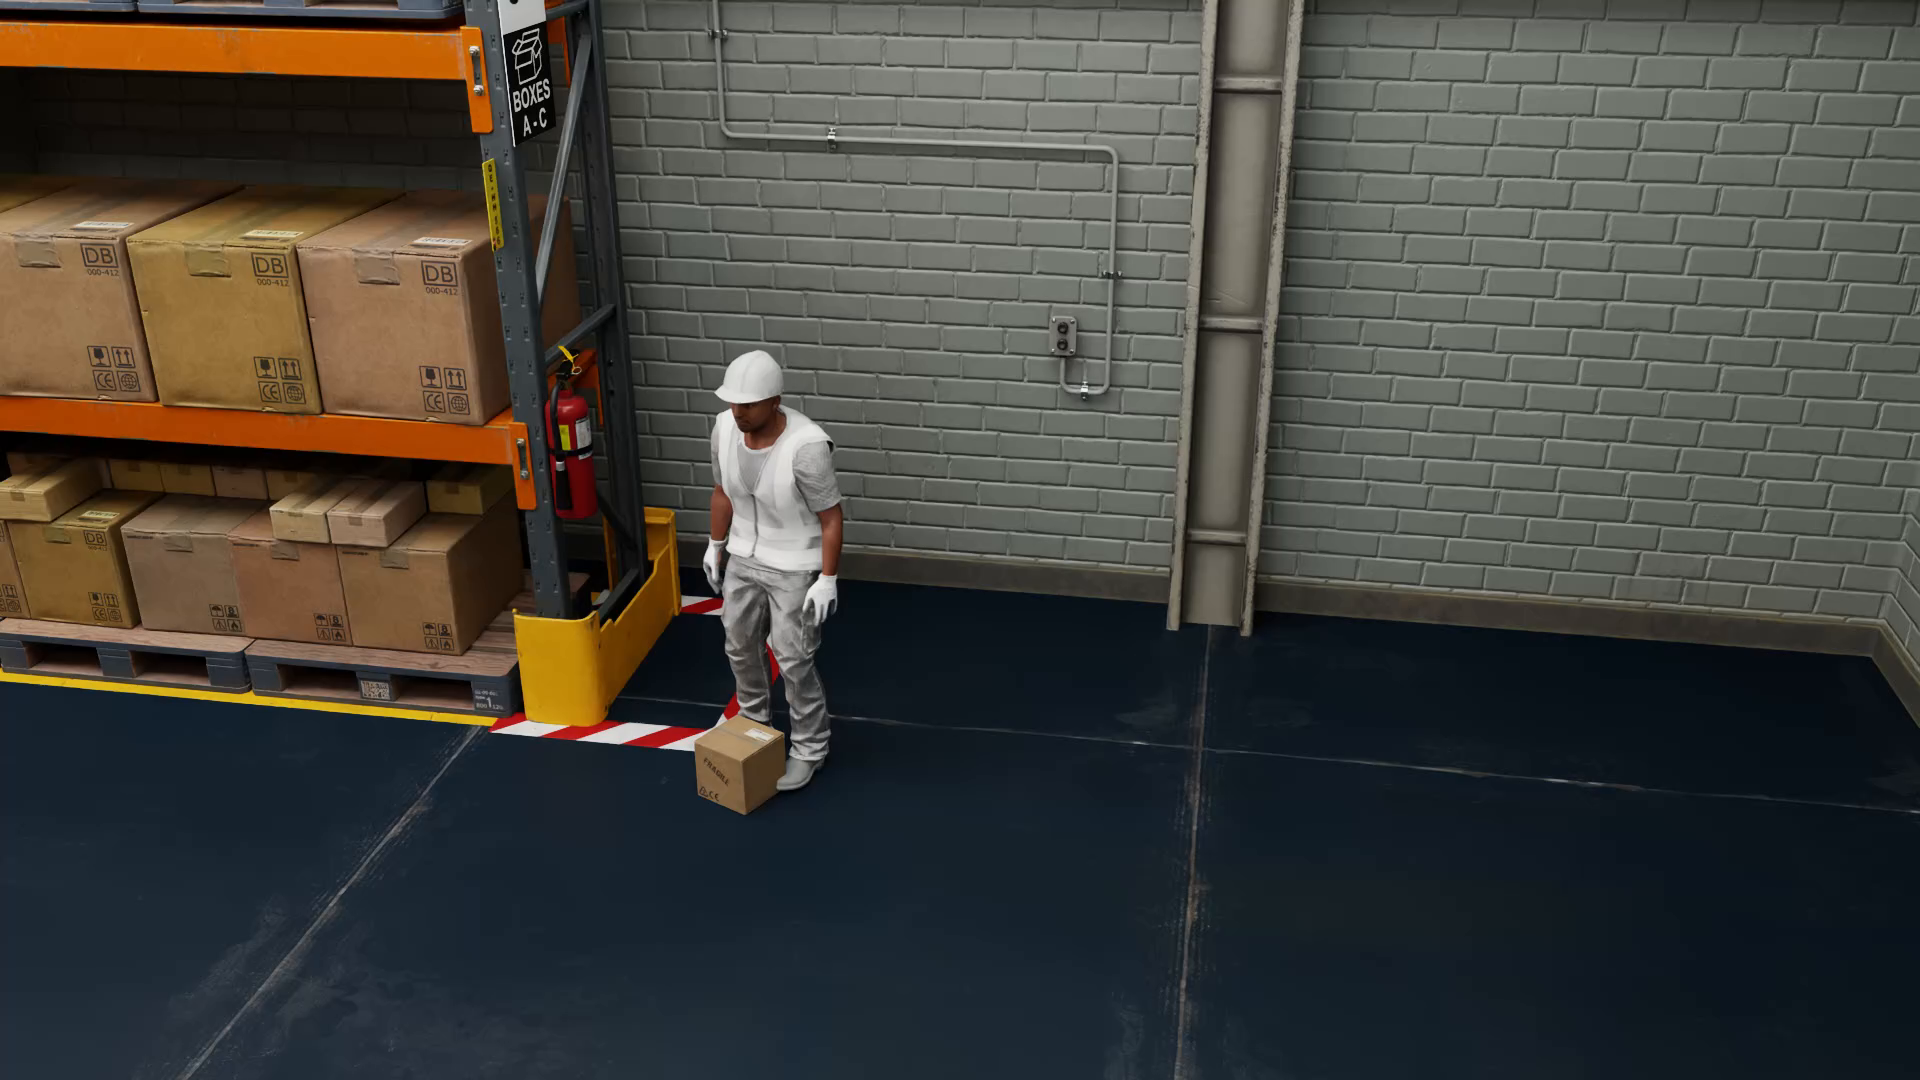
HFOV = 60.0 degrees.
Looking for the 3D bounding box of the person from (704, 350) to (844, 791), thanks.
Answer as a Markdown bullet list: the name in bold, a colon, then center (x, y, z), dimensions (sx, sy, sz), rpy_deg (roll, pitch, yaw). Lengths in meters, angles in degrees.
- **person**: center (-0.726, 0.106, 6.364), dimensions (0.616, 1.772, 0.452), rpy_deg (16, 29, 31)
